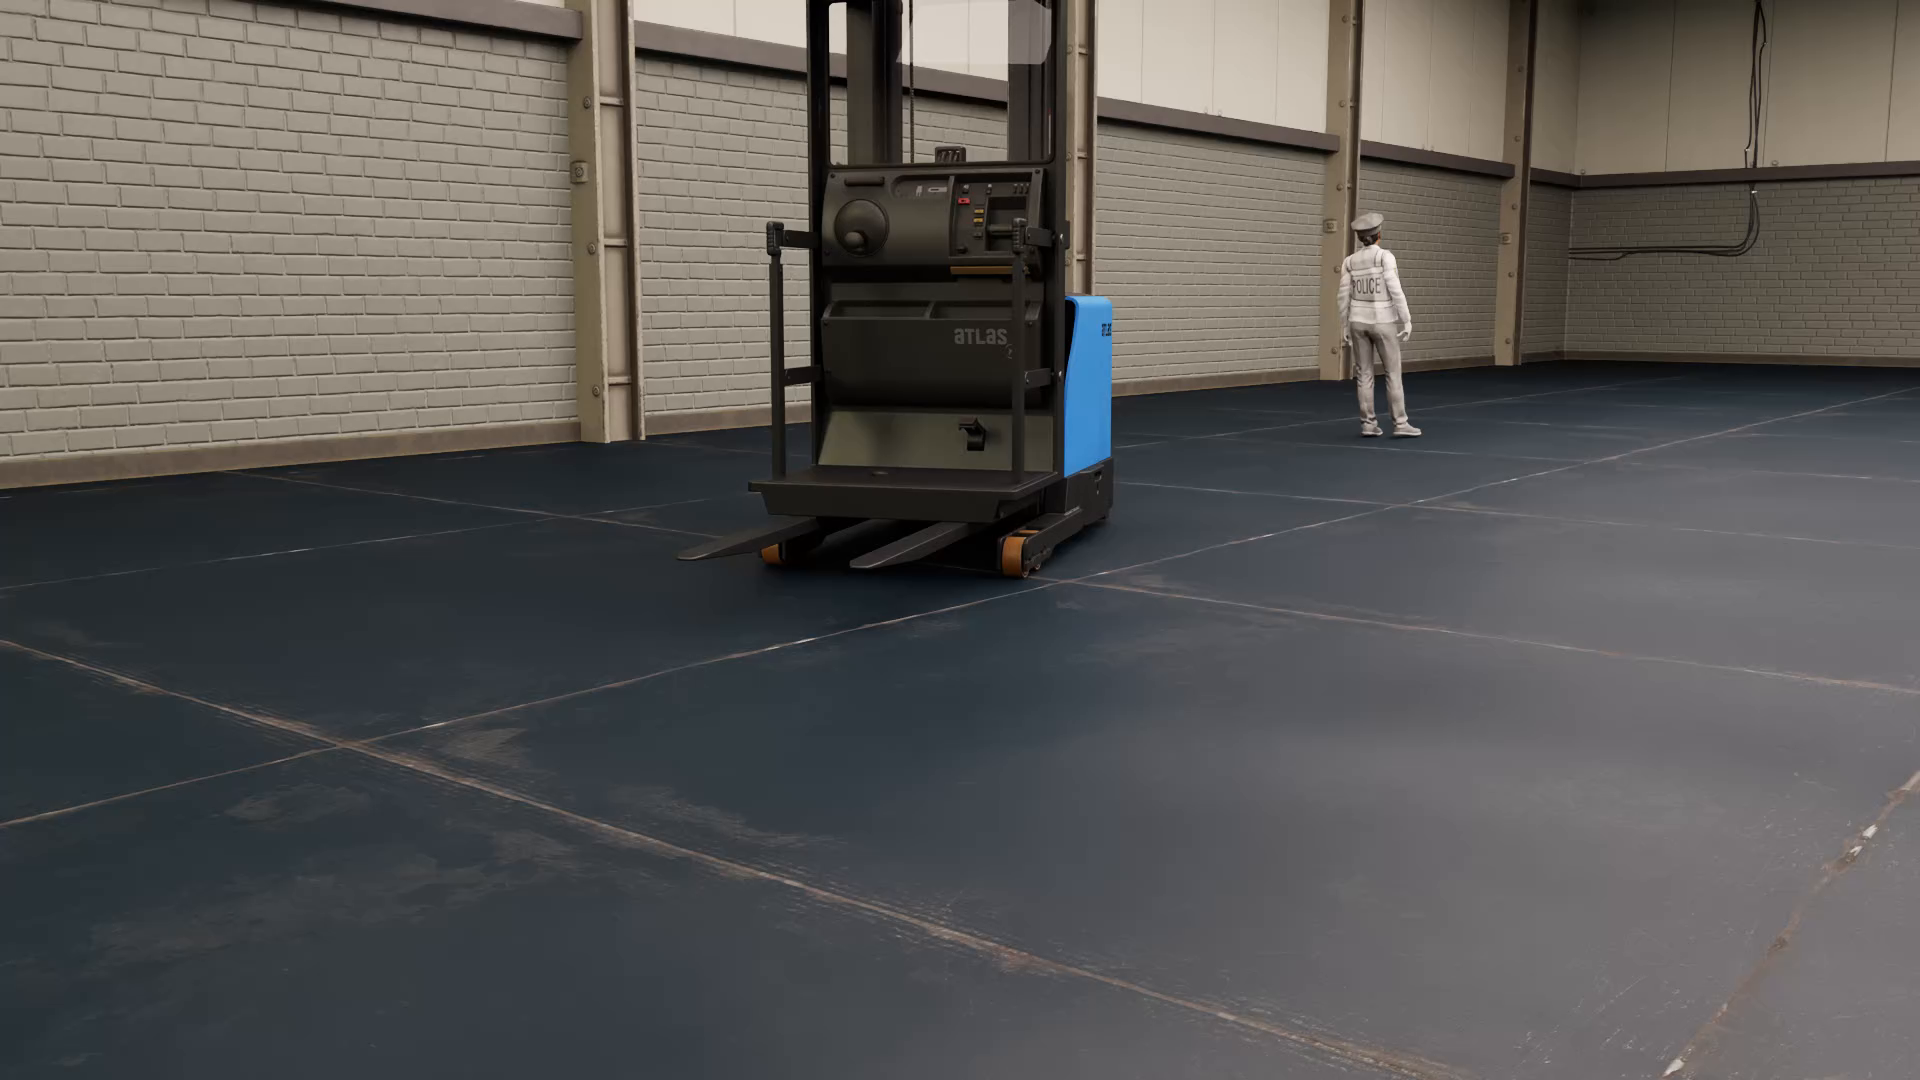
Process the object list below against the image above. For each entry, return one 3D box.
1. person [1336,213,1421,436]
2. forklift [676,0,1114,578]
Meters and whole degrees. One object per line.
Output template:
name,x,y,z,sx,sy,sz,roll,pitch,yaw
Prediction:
person,3.201,-1.645,12.743,0.586,1.694,0.532,7,11,40
forklift,-0.176,-1.366,6.616,1.130,2.935,3.031,3,9,17
